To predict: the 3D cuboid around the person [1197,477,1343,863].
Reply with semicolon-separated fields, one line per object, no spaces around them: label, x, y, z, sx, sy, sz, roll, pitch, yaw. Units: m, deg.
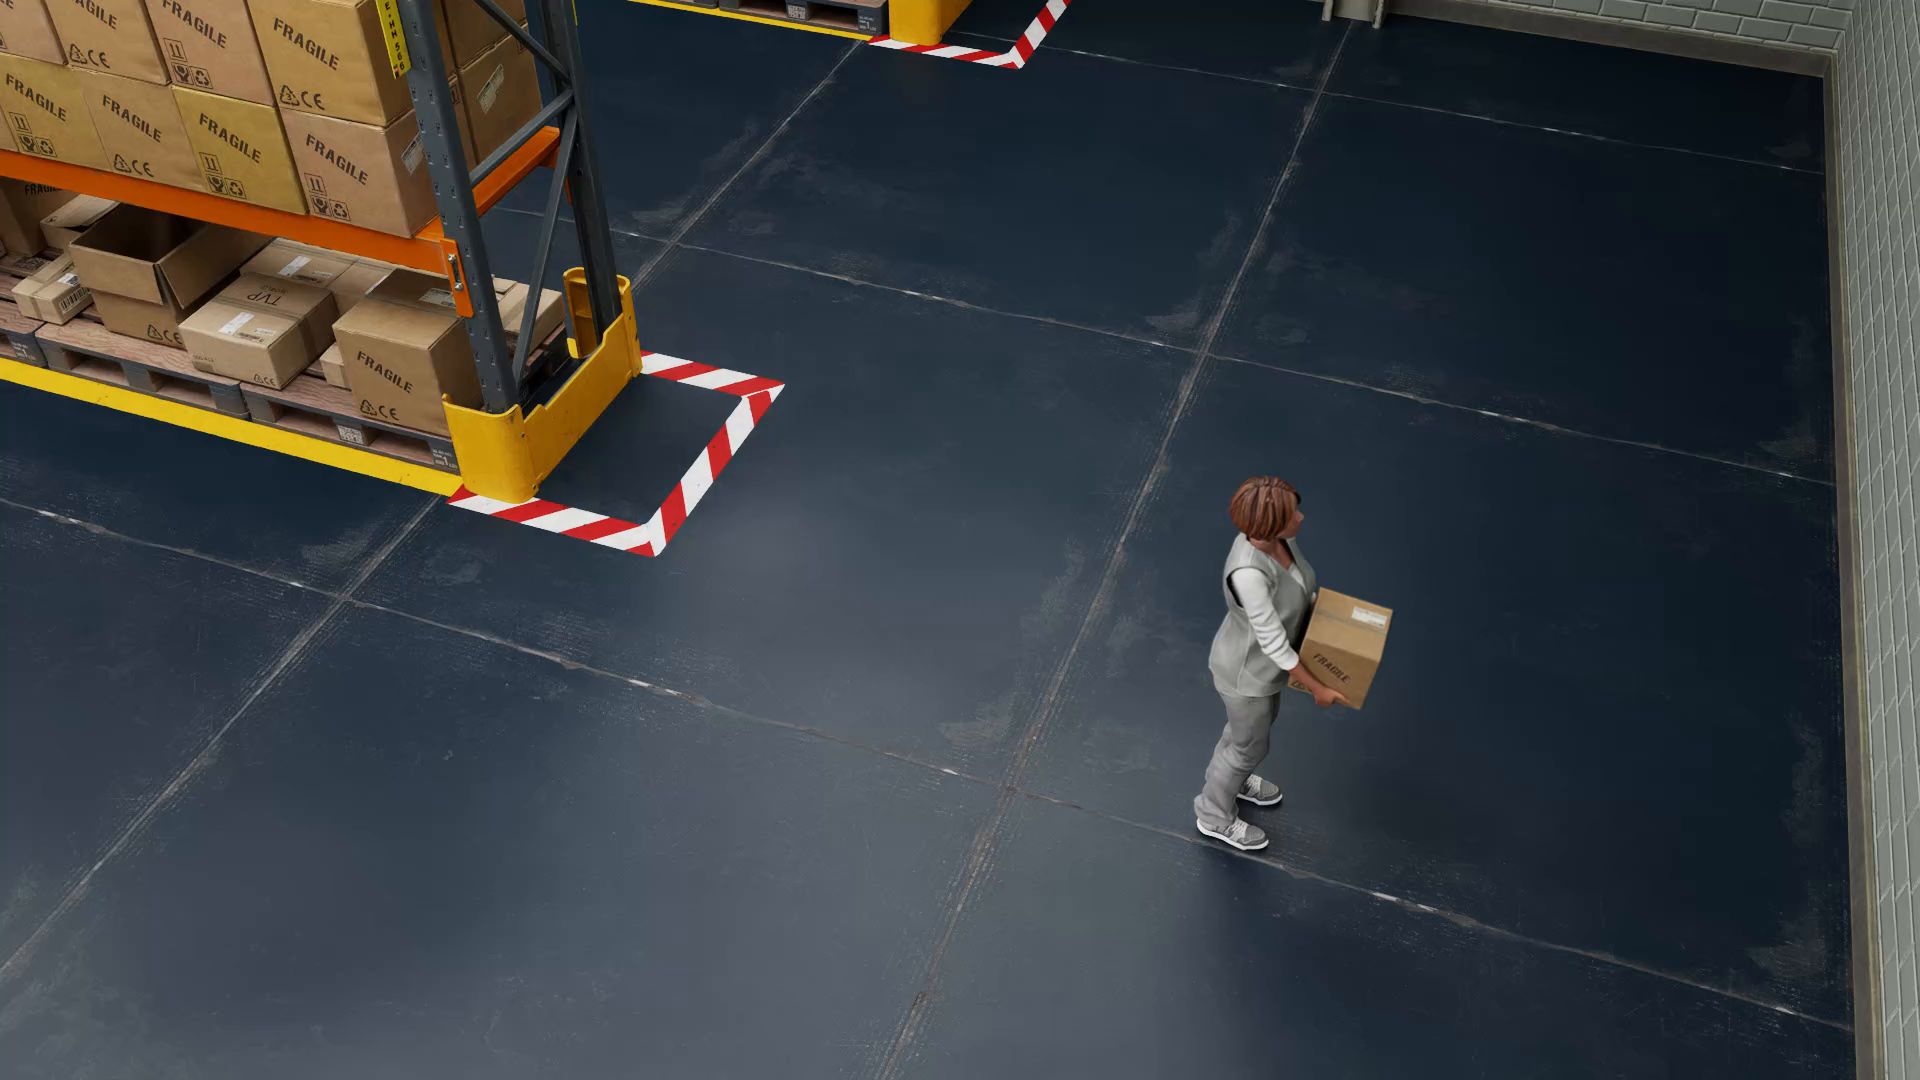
person;1.024;0.420;5.703;0.346;1.592;0.475;12;43;12
